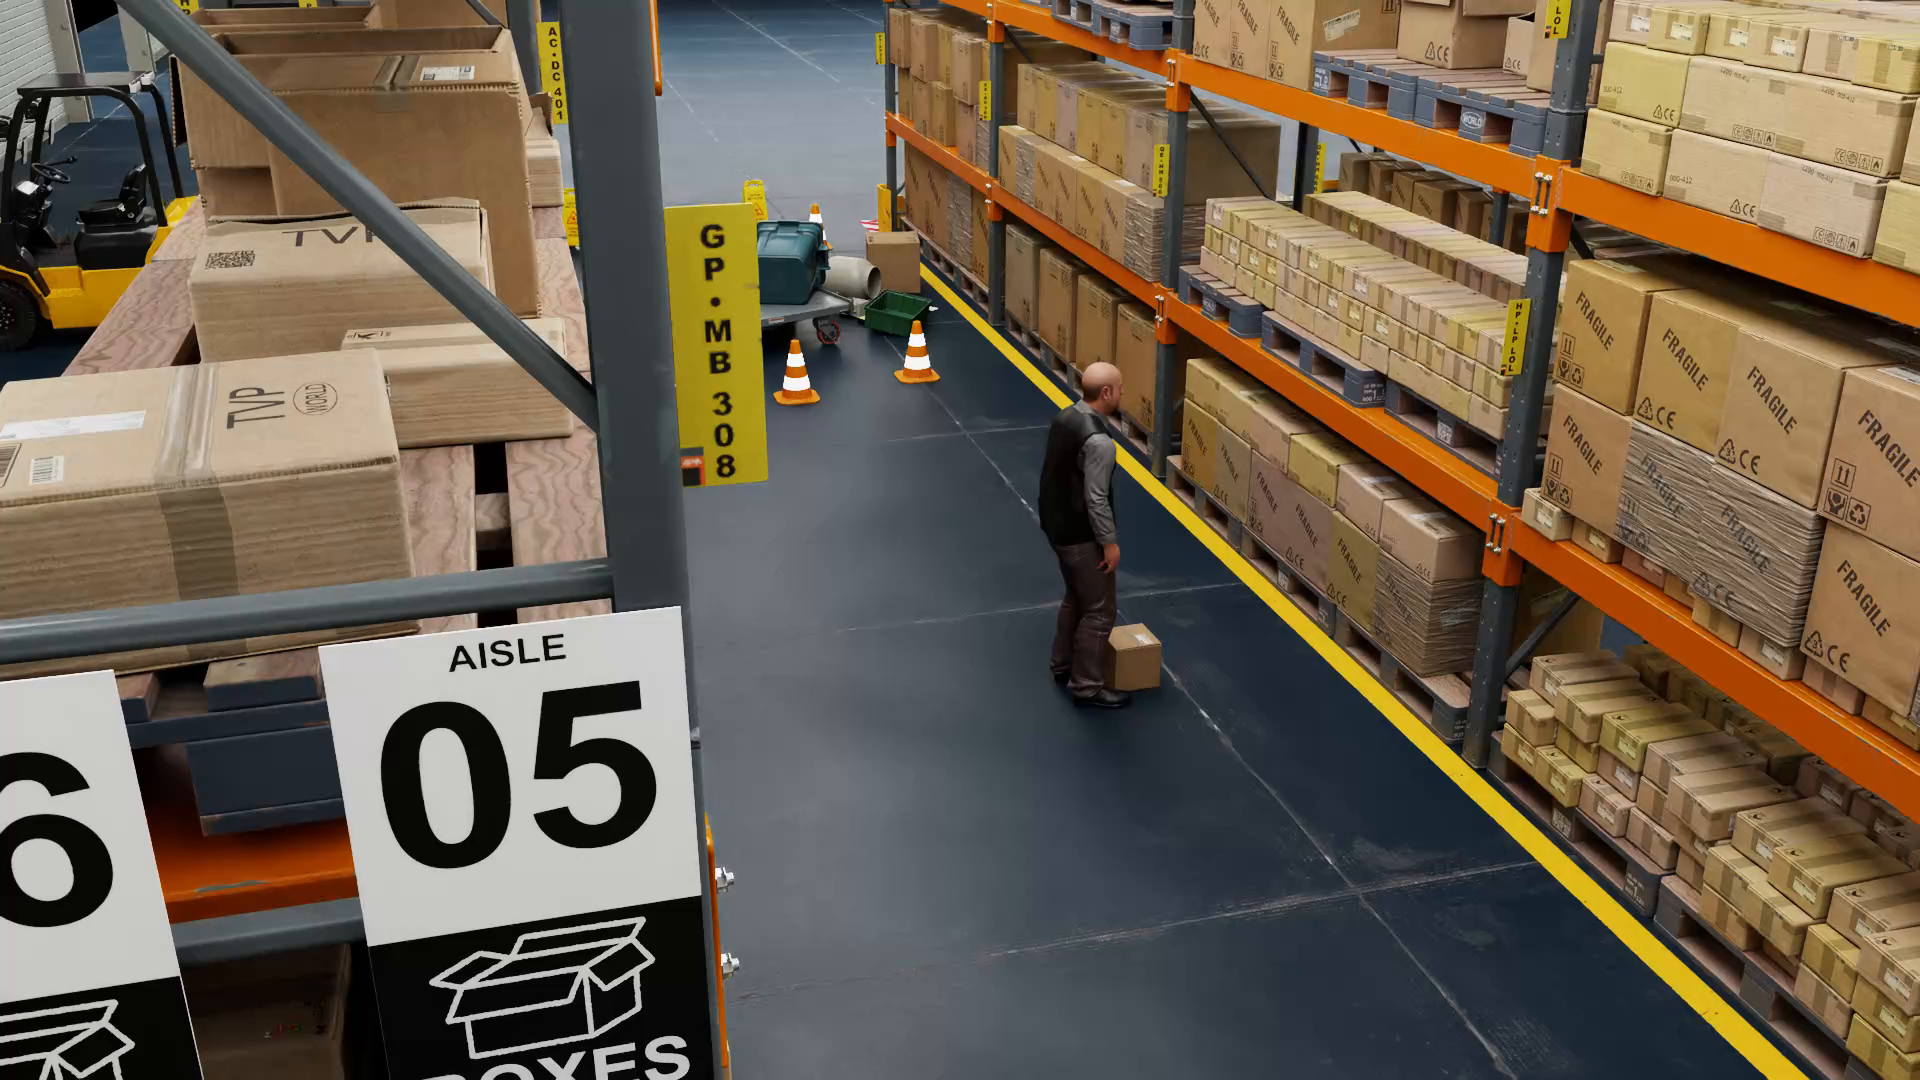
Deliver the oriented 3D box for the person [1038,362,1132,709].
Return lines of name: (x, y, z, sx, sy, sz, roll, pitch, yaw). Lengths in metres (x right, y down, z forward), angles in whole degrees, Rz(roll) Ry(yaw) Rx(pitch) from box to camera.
person: (0.605, -0.035, 8.208, 0.419, 1.721, 0.581, -6, 24, -14)
